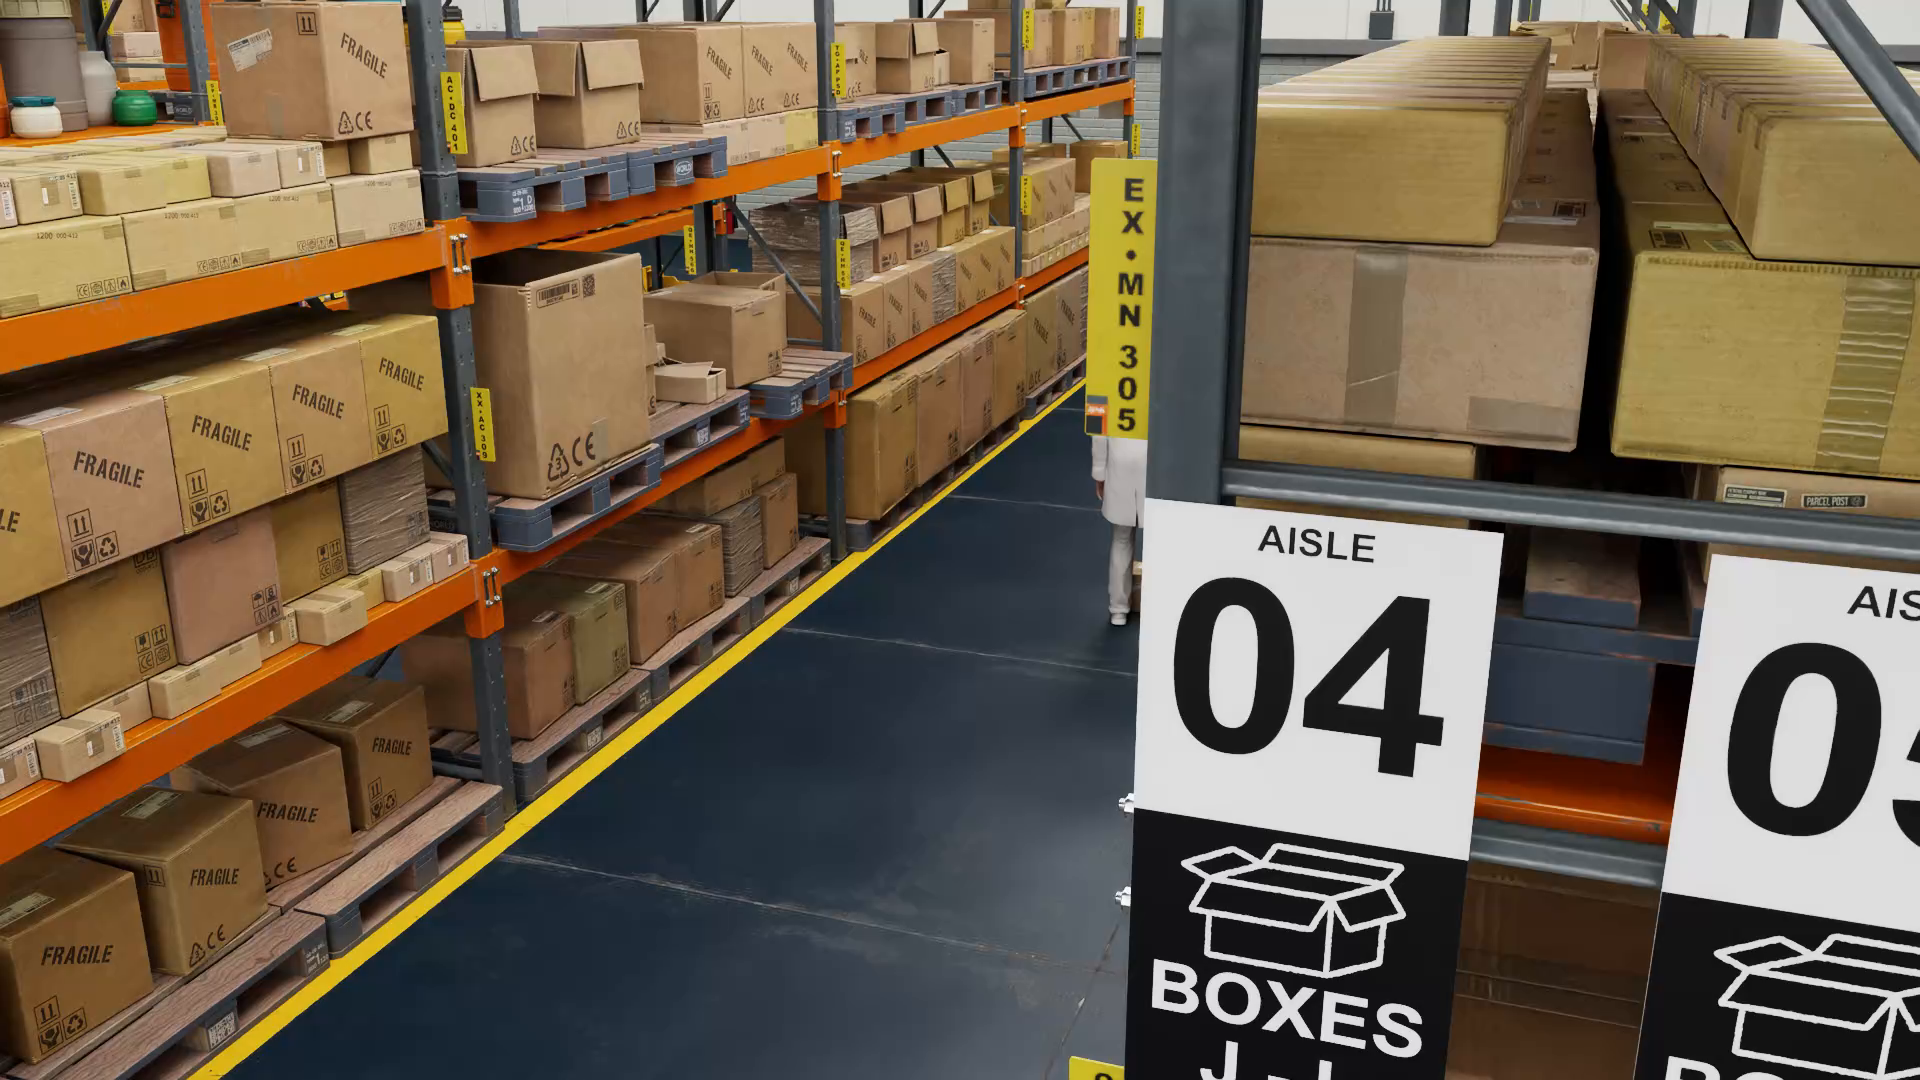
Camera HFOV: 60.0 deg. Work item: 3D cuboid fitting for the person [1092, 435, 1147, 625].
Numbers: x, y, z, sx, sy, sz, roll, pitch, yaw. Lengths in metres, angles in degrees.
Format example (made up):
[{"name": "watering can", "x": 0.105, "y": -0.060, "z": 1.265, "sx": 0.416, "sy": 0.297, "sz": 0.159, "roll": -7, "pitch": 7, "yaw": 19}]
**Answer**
[{"name": "person", "x": 1.113, "y": -0.346, "z": 10.123, "sx": 0.643, "sy": 1.774, "sz": 0.420, "roll": 6, "pitch": 19, "yaw": 18}]
